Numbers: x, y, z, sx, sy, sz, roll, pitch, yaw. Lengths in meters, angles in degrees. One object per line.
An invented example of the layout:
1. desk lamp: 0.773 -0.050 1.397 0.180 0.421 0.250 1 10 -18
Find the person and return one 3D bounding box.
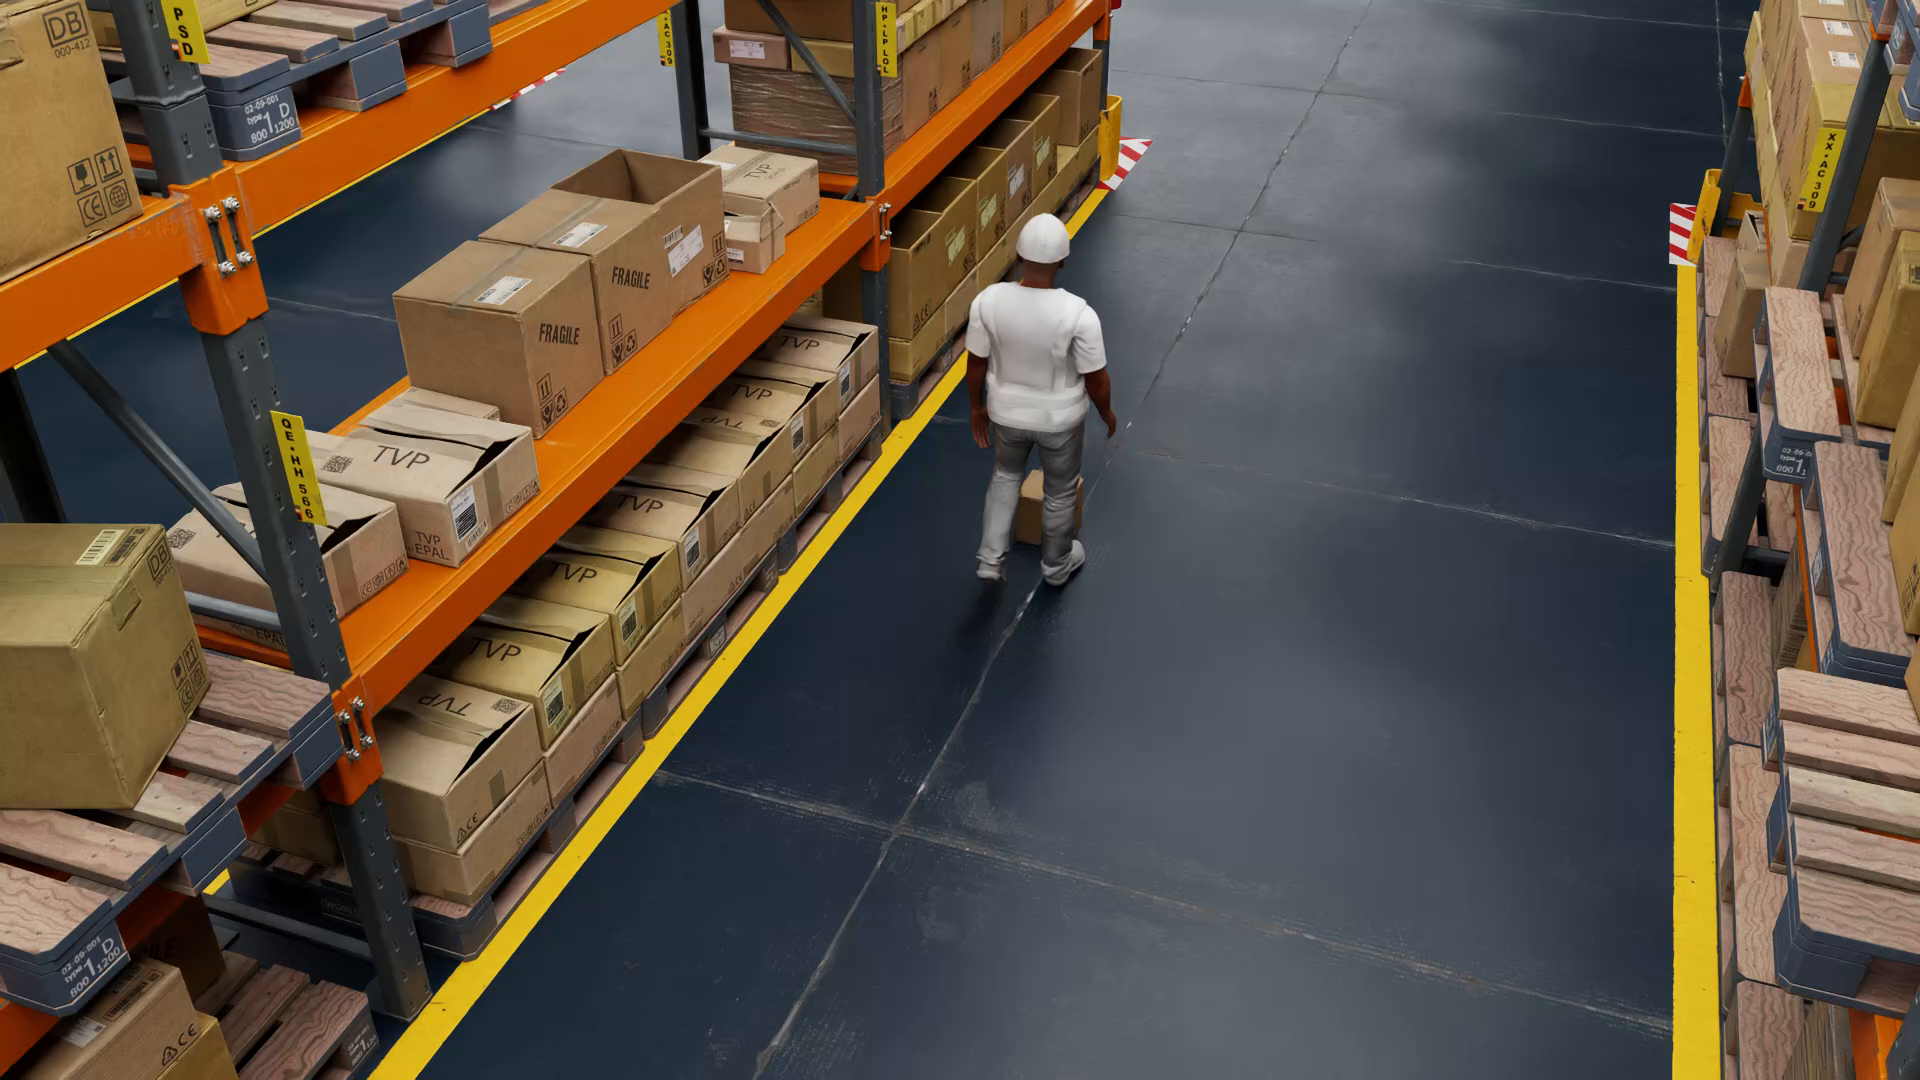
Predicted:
1. person: 0.359 -0.572 6.965 0.592 1.767 0.551 12 35 18
